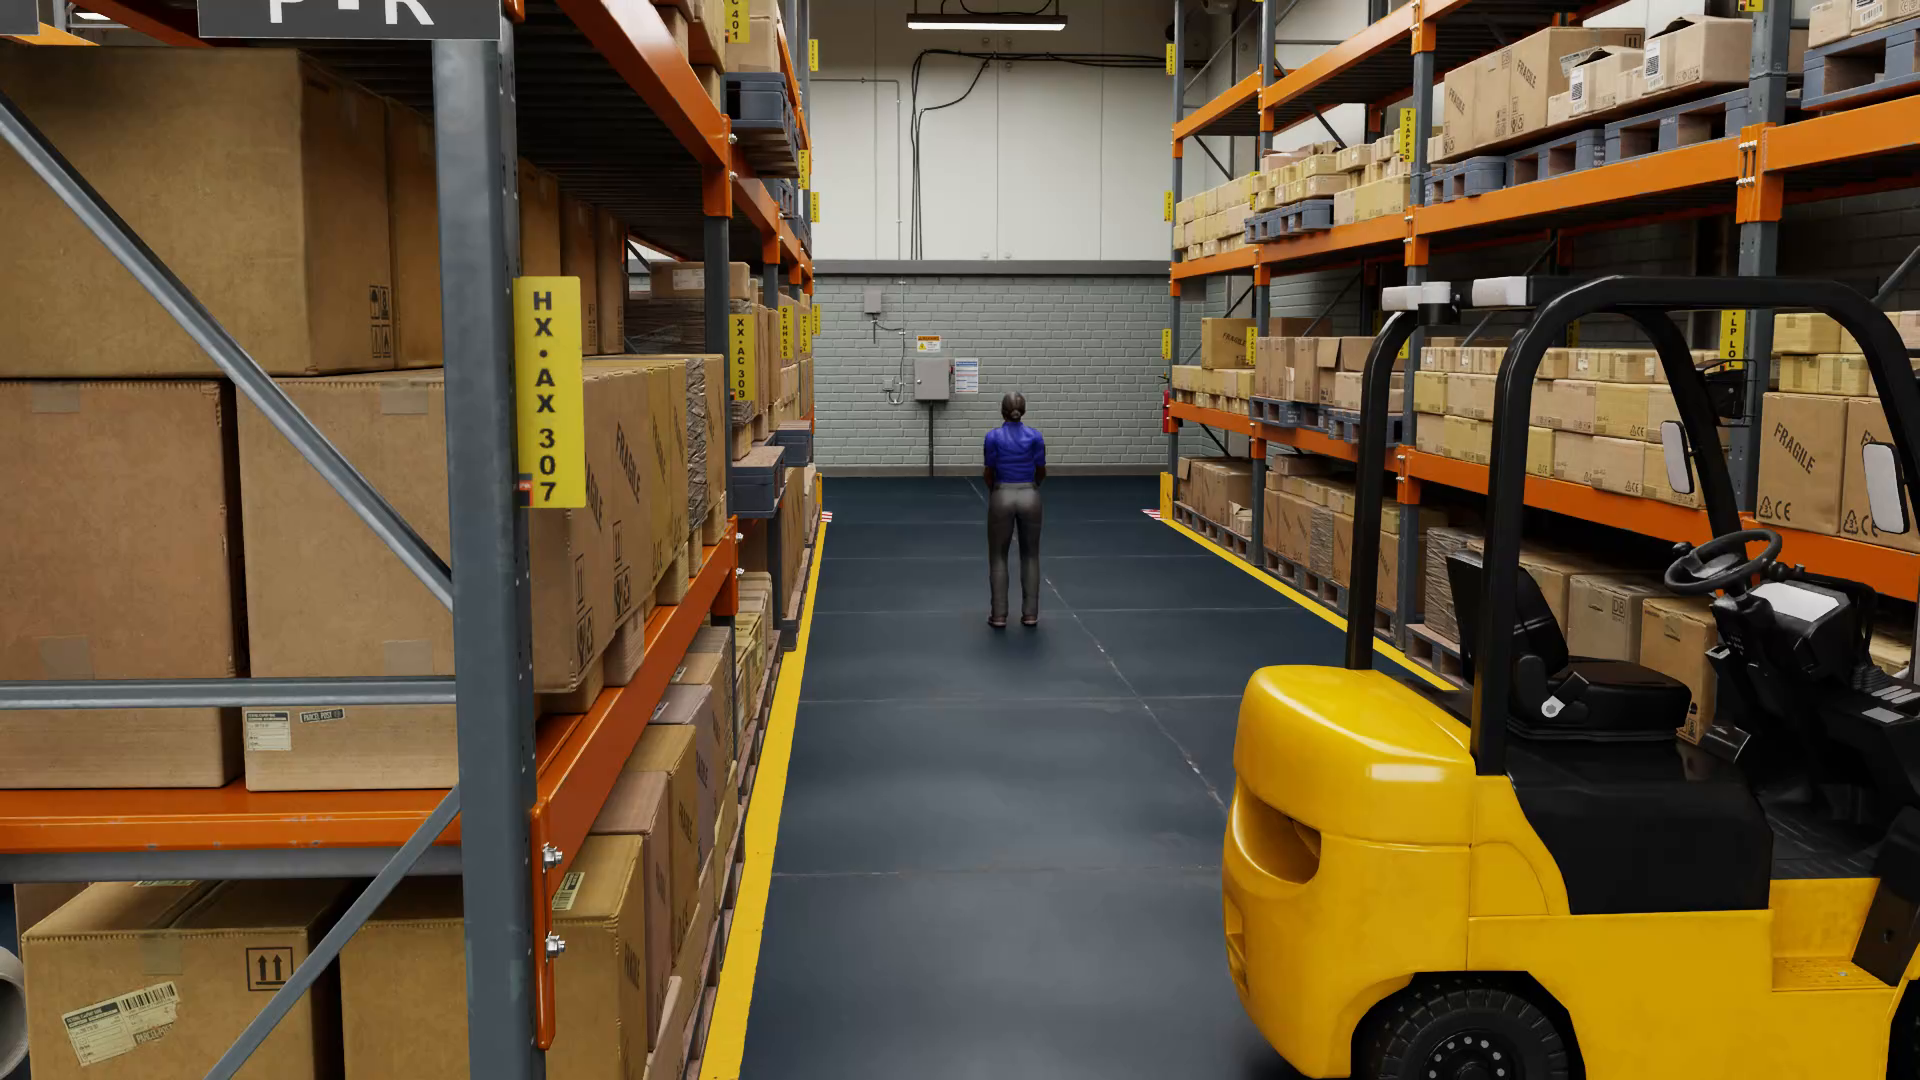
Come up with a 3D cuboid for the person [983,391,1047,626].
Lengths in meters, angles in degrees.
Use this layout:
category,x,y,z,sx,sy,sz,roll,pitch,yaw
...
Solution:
category,x,y,z,sx,sy,sz,roll,pitch,yaw
person,0.378,-0.226,11.664,0.450,1.646,0.523,0,7,-3
